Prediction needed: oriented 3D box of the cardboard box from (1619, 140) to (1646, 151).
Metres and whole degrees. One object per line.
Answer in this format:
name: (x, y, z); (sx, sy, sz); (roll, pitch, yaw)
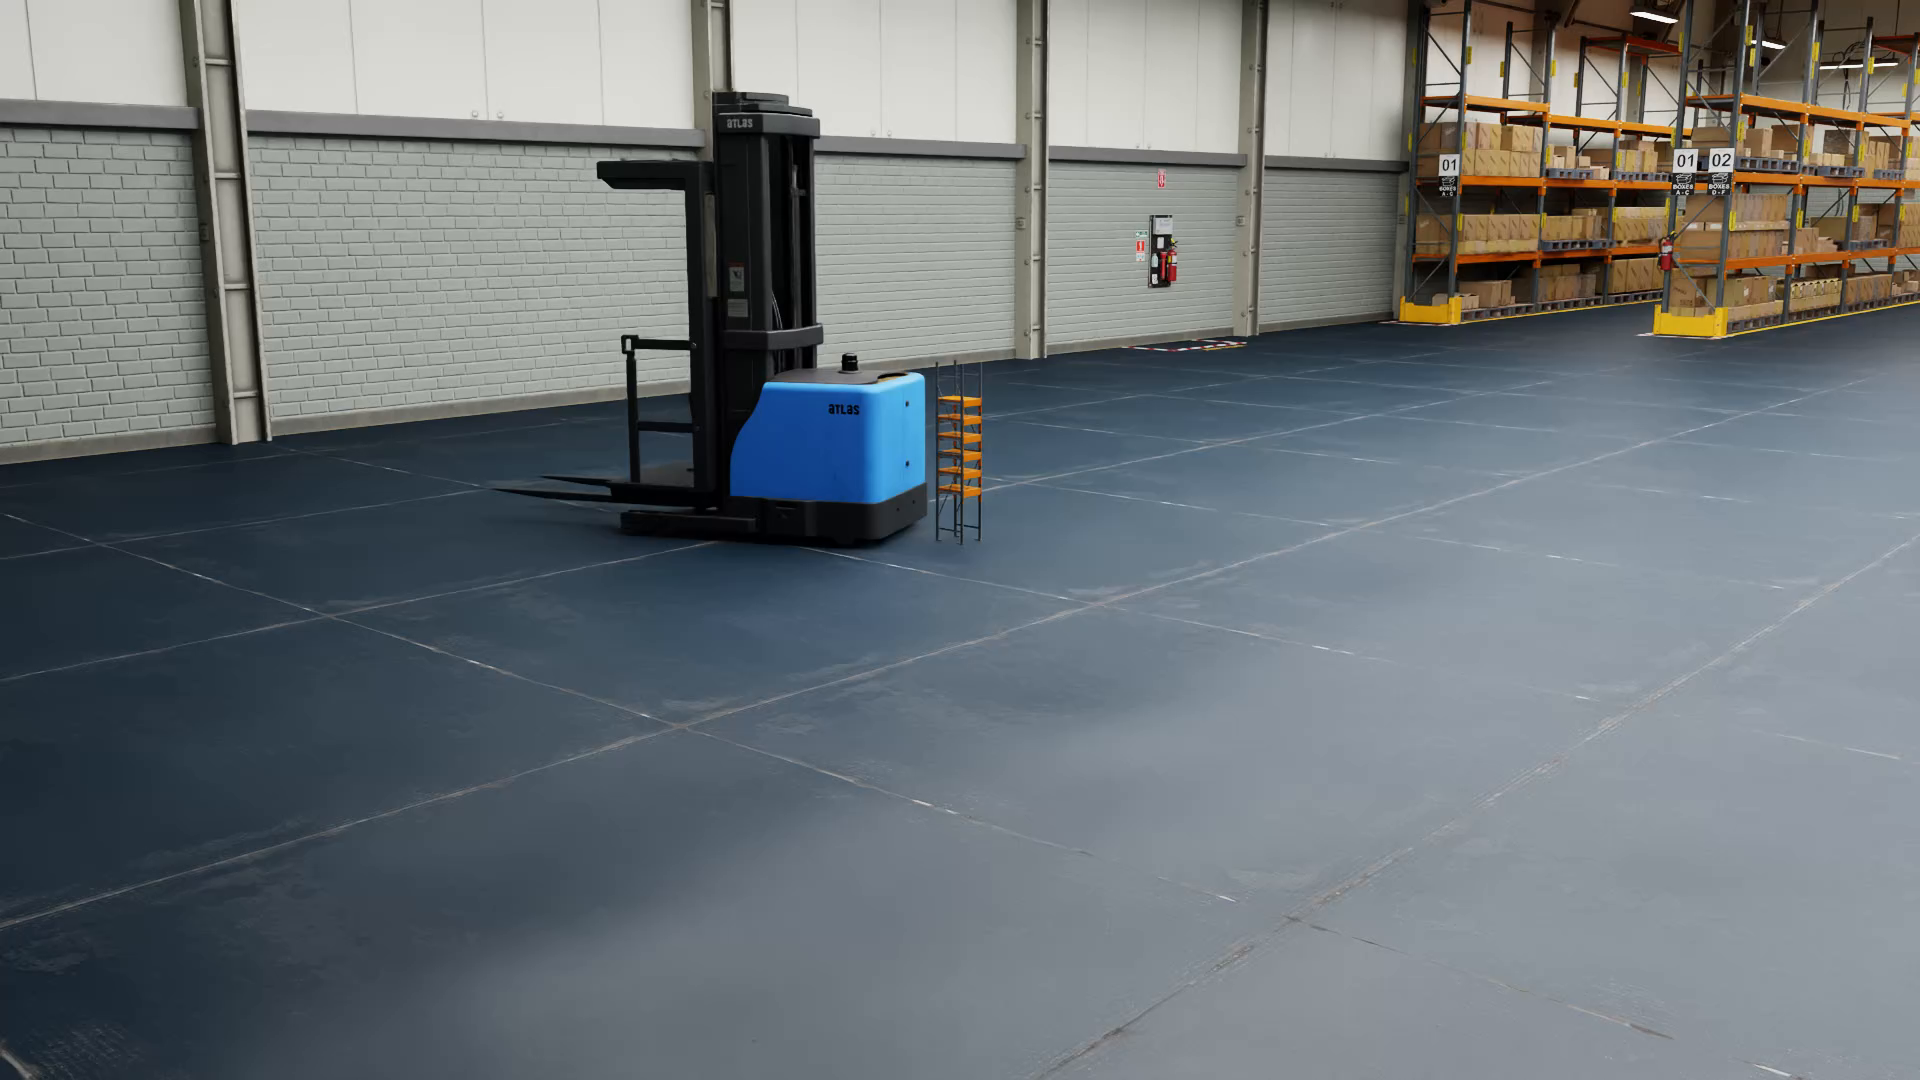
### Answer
cardboard box: (16.049, -9.412, 39.725); (0.500, 0.250, 0.500); (9, 15, 39)

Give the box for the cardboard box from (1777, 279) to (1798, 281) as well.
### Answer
cardboard box: (16.920, -5.216, 34.185); (0.500, 0.311, 0.500); (9, 15, 39)

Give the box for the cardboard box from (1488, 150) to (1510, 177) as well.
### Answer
cardboard box: (10.628, -7.518, 33.230); (0.500, 0.500, 0.500); (11, 16, 44)

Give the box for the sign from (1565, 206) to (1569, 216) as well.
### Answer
sign: (14.022, -7.555, 38.421); (0.100, 0.325, 0.005); (10, 15, 40)

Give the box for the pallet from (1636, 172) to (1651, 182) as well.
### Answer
pallet: (15.563, -8.561, 39.237); (1.003, 0.211, 1.213); (11, 16, 43)

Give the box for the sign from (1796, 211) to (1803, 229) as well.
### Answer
sign: (15.943, -6.079, 31.577); (0.100, 0.325, 0.005); (10, 15, 40)

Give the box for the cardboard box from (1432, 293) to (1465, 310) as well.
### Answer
cardboard box: (9.685, -4.726, 32.957); (0.500, 0.311, 0.500); (8, 14, 34)

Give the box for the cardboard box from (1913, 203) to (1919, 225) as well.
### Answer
cardboard box: (22.008, -7.588, 38.736); (0.500, 0.500, 0.500); (9, 15, 39)

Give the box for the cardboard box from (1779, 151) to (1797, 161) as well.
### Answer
cardboard box: (15.939, -7.380, 32.155); (0.500, 0.250, 0.500); (-10, 15, -42)

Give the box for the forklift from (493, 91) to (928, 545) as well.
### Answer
forklift: (-1.803, -1.553, 11.502); (3.031, 2.935, 1.130); (4, 12, 18)

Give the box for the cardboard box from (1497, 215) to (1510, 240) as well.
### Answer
cardboard box: (10.713, -6.298, 33.503); (0.500, 0.500, 0.500); (10, 15, 42)

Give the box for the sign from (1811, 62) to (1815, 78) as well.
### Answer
sign: (17.751, -9.783, 34.631); (0.100, 0.325, 0.005); (10, 15, 40)

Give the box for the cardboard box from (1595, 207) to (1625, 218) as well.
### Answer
cardboard box: (14.954, -7.526, 38.252); (0.500, 0.250, 0.500); (10, 15, 42)

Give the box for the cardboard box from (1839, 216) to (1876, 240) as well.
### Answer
cardboard box: (19.686, -6.851, 36.528); (0.700, 0.500, 0.500); (6, 13, 26)

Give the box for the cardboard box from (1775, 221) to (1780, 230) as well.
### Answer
cardboard box: (15.170, -5.912, 31.240); (0.380, 0.149, 0.250); (9, 15, 39)

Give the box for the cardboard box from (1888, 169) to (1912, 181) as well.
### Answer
cardboard box: (21.312, -8.301, 37.839); (0.500, 0.250, 0.500); (10, 15, 40)

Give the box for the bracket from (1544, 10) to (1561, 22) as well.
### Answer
bracket: (12.926, -11.436, 36.305); (0.235, 0.232, 0.430); (10, 15, 40)

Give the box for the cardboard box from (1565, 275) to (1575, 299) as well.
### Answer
cardboard box: (13.271, -5.655, 37.127); (0.700, 0.500, 0.500); (10, 15, 40)

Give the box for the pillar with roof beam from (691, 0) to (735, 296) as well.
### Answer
pillar with roof beam: (0.325, -5.691, 16.727); (9.100, 9.000, 0.400); (10, 15, 40)

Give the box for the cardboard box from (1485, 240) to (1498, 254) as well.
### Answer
cardboard box: (10.394, -5.858, 33.215); (0.500, 0.250, 0.500); (9, 15, 39)

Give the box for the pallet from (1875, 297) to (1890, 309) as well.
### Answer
pallet: (20.297, -5.372, 37.570); (1.003, 0.211, 1.213); (10, 15, 40)

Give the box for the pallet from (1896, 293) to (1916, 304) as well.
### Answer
pallet: (22.065, -5.778, 39.602); (1.003, 0.211, 1.213); (10, 15, 40)

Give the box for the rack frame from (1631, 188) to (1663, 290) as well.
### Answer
rack frame: (17.082, -7.504, 41.124); (1.000, 3.000, 0.127); (10, 15, 40)

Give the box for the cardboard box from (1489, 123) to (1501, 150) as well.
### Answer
cardboard box: (10.296, -7.928, 32.729); (0.500, 0.500, 0.500); (10, 15, 42)

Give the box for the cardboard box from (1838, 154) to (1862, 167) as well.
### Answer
cardboard box: (18.428, -7.864, 35.014); (0.910, 0.500, 0.500); (10, 15, 40)

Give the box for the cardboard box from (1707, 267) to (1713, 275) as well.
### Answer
cardboard box: (19.335, -6.957, 43.694); (0.700, 0.500, 0.500); (10, 15, 40)

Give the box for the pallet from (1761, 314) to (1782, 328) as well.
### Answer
pallet: (14.968, -4.208, 31.742); (1.003, 0.211, 1.213); (10, 15, 40)

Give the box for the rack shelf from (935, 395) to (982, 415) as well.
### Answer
rack shelf: (-0.010, -0.896, 11.021); (0.258, 0.103, 0.180); (10, 15, 40)

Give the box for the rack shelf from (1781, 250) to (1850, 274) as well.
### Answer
rack shelf: (16.845, -5.629, 33.571); (1.077, 0.370, 4.000); (10, 15, 40)

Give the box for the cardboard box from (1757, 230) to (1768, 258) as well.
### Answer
cardboard box: (14.559, -5.518, 30.927); (0.700, 0.500, 0.500); (10, 15, 41)

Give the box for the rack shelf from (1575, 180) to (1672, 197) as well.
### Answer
rack shelf: (15.762, -8.328, 39.428); (1.077, 0.370, 4.000); (10, 15, 40)

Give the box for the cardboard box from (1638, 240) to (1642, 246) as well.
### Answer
cardboard box: (16.016, -7.086, 39.619); (0.380, 0.149, 0.250); (10, 15, 42)

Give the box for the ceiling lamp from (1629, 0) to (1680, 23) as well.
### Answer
ceiling lamp: (13.820, -11.749, 32.157); (0.800, 3.185, 2.000); (10, 15, 40)

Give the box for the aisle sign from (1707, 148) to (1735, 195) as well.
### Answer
aisle sign: (13.071, -6.324, 28.580); (0.394, 0.787, 0.004); (10, 15, 40)

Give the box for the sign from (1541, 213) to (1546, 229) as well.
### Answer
sign: (12.214, -6.683, 34.801); (0.100, 0.325, 0.005); (10, 15, 40)

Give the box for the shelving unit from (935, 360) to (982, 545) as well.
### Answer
shelving unit: (-0.010, -0.586, 11.083); (0.258, 1.200, 0.189); (10, 15, 40)

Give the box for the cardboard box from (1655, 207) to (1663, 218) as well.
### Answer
cardboard box: (16.621, -7.901, 40.130); (0.500, 0.250, 0.500); (10, 15, 42)

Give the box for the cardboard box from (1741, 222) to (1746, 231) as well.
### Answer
cardboard box: (13.811, -5.608, 29.721); (0.380, 0.149, 0.250); (9, 15, 39)

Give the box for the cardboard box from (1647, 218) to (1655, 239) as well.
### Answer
cardboard box: (16.299, -7.459, 39.834); (0.500, 0.500, 0.500); (10, 15, 40)

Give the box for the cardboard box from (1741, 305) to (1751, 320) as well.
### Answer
cardboard box: (14.063, -4.154, 30.299); (0.500, 0.250, 0.500); (10, 15, 40)

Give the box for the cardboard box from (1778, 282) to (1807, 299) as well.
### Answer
cardboard box: (16.319, -4.921, 32.709); (0.500, 0.311, 0.500); (10, 15, 40)

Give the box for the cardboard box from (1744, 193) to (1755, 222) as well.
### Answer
cardboard box: (13.912, -6.011, 30.082); (0.700, 0.500, 0.500); (10, 15, 41)

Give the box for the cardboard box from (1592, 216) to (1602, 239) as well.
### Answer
cardboard box: (14.139, -7.110, 37.772); (0.700, 0.500, 0.500); (8, 14, 34)

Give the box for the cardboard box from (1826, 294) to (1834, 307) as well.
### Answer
cardboard box: (17.663, -4.948, 34.275); (0.500, 0.250, 0.500); (10, 15, 40)

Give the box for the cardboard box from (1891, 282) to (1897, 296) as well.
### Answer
cardboard box: (21.245, -5.795, 38.310); (0.500, 0.311, 0.500); (10, 15, 40)

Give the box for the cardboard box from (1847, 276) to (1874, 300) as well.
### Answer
cardboard box: (19.697, -5.524, 36.469); (0.500, 0.500, 0.500); (9, 14, 38)

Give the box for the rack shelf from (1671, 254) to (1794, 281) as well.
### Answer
rack shelf: (14.204, -5.040, 30.625); (1.077, 0.370, 4.000); (10, 15, 40)

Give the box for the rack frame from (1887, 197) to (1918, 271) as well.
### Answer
rack frame: (23.446, -7.453, 40.867); (1.000, 3.000, 0.127); (10, 15, 40)

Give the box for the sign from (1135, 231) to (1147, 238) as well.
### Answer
sign: (2.920, -4.921, 26.747); (0.001, 0.109, 0.331); (10, 15, 40)

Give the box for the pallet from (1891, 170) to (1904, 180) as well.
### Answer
pallet: (20.322, -8.156, 37.210); (1.213, 0.211, 1.003); (10, 15, 40)

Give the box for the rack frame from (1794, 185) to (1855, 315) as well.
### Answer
rack frame: (18.165, -6.276, 34.974); (1.000, 3.000, 0.127); (10, 15, 40)

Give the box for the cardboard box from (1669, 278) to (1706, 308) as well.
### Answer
cardboard box: (13.015, -4.441, 29.823); (0.500, 0.500, 0.500); (10, 15, 40)

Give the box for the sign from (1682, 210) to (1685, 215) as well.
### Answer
sign: (19.309, -8.629, 44.342); (0.100, 0.325, 0.005); (10, 15, 40)

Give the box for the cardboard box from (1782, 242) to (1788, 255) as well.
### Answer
cardboard box: (15.817, -5.692, 32.433); (0.500, 0.250, 0.500); (11, 16, 44)
